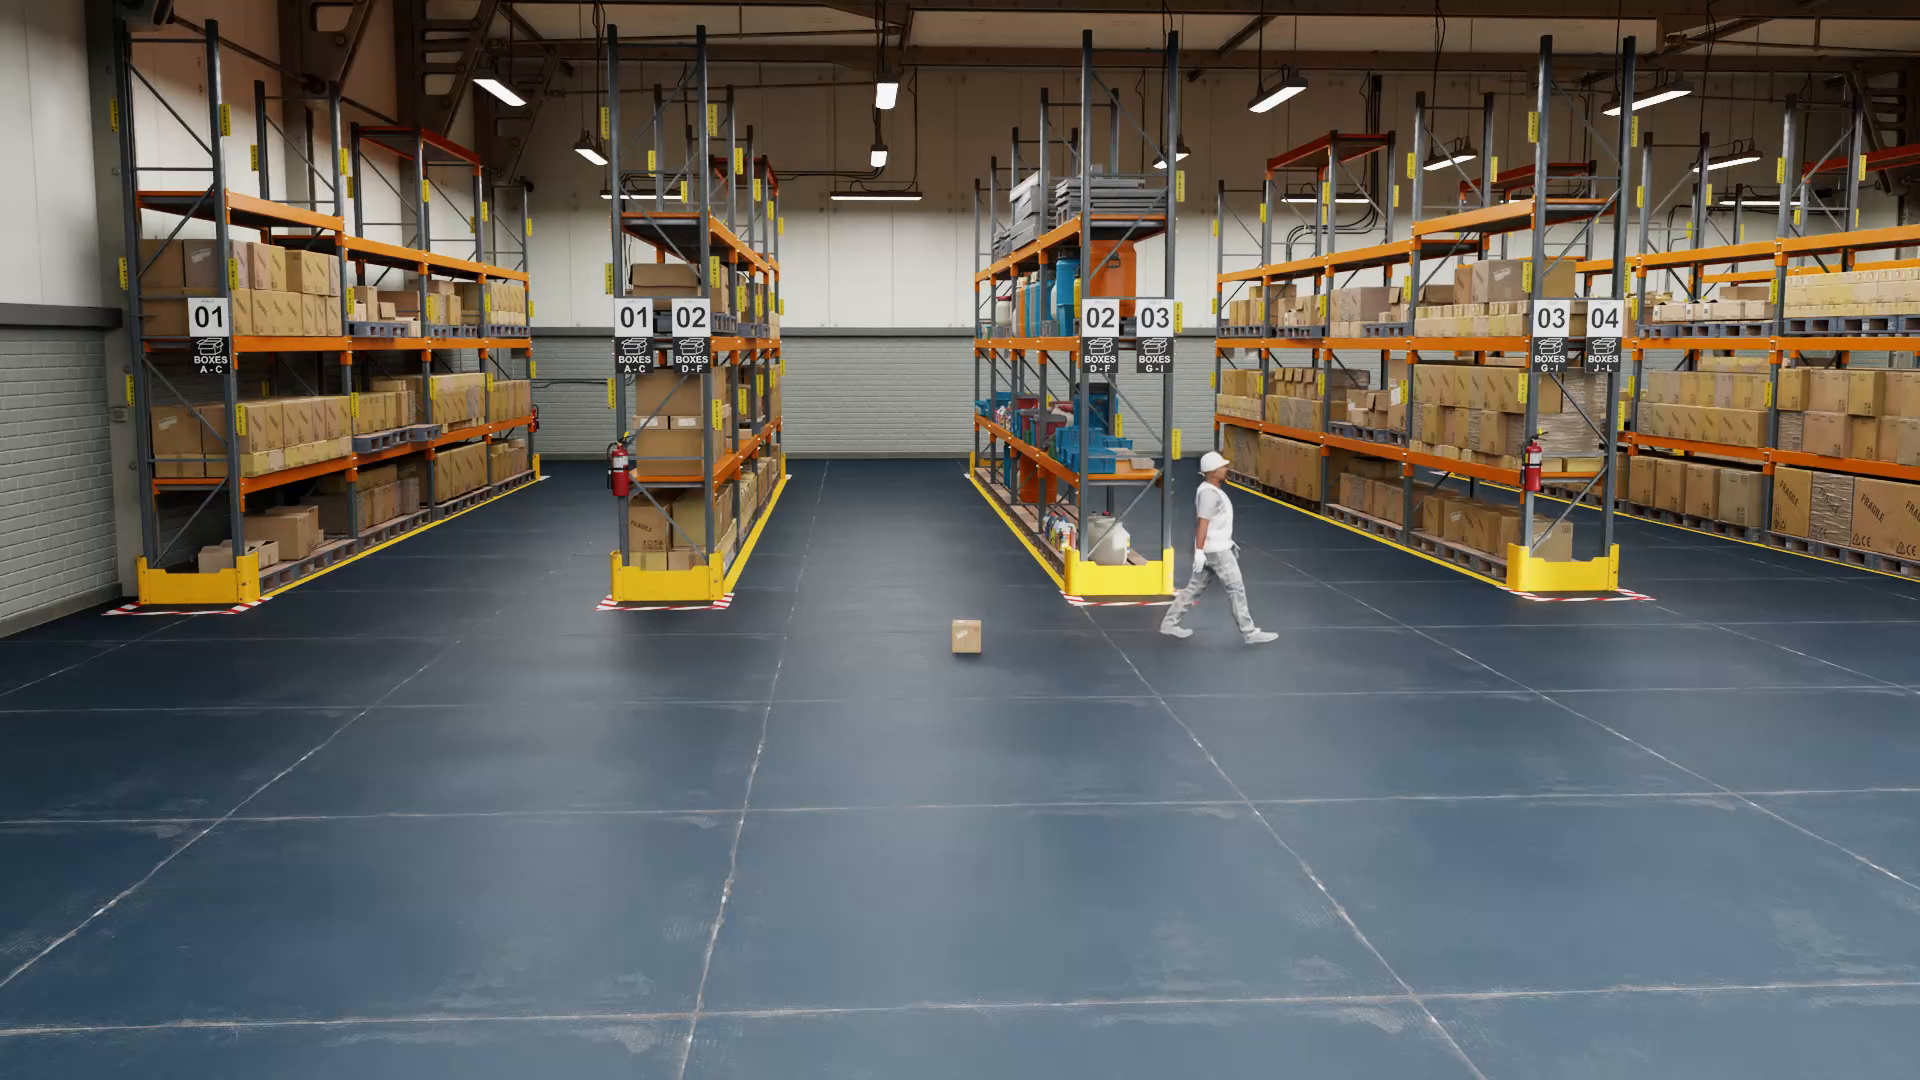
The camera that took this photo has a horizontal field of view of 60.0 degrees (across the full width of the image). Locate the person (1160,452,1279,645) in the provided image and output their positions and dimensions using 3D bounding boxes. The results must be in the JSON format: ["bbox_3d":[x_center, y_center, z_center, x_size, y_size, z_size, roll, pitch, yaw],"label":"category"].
[{"bbox_3d":[2.352,0.072,15.052,1.052,1.740,0.607,0,7,3],"label":"person"}]
